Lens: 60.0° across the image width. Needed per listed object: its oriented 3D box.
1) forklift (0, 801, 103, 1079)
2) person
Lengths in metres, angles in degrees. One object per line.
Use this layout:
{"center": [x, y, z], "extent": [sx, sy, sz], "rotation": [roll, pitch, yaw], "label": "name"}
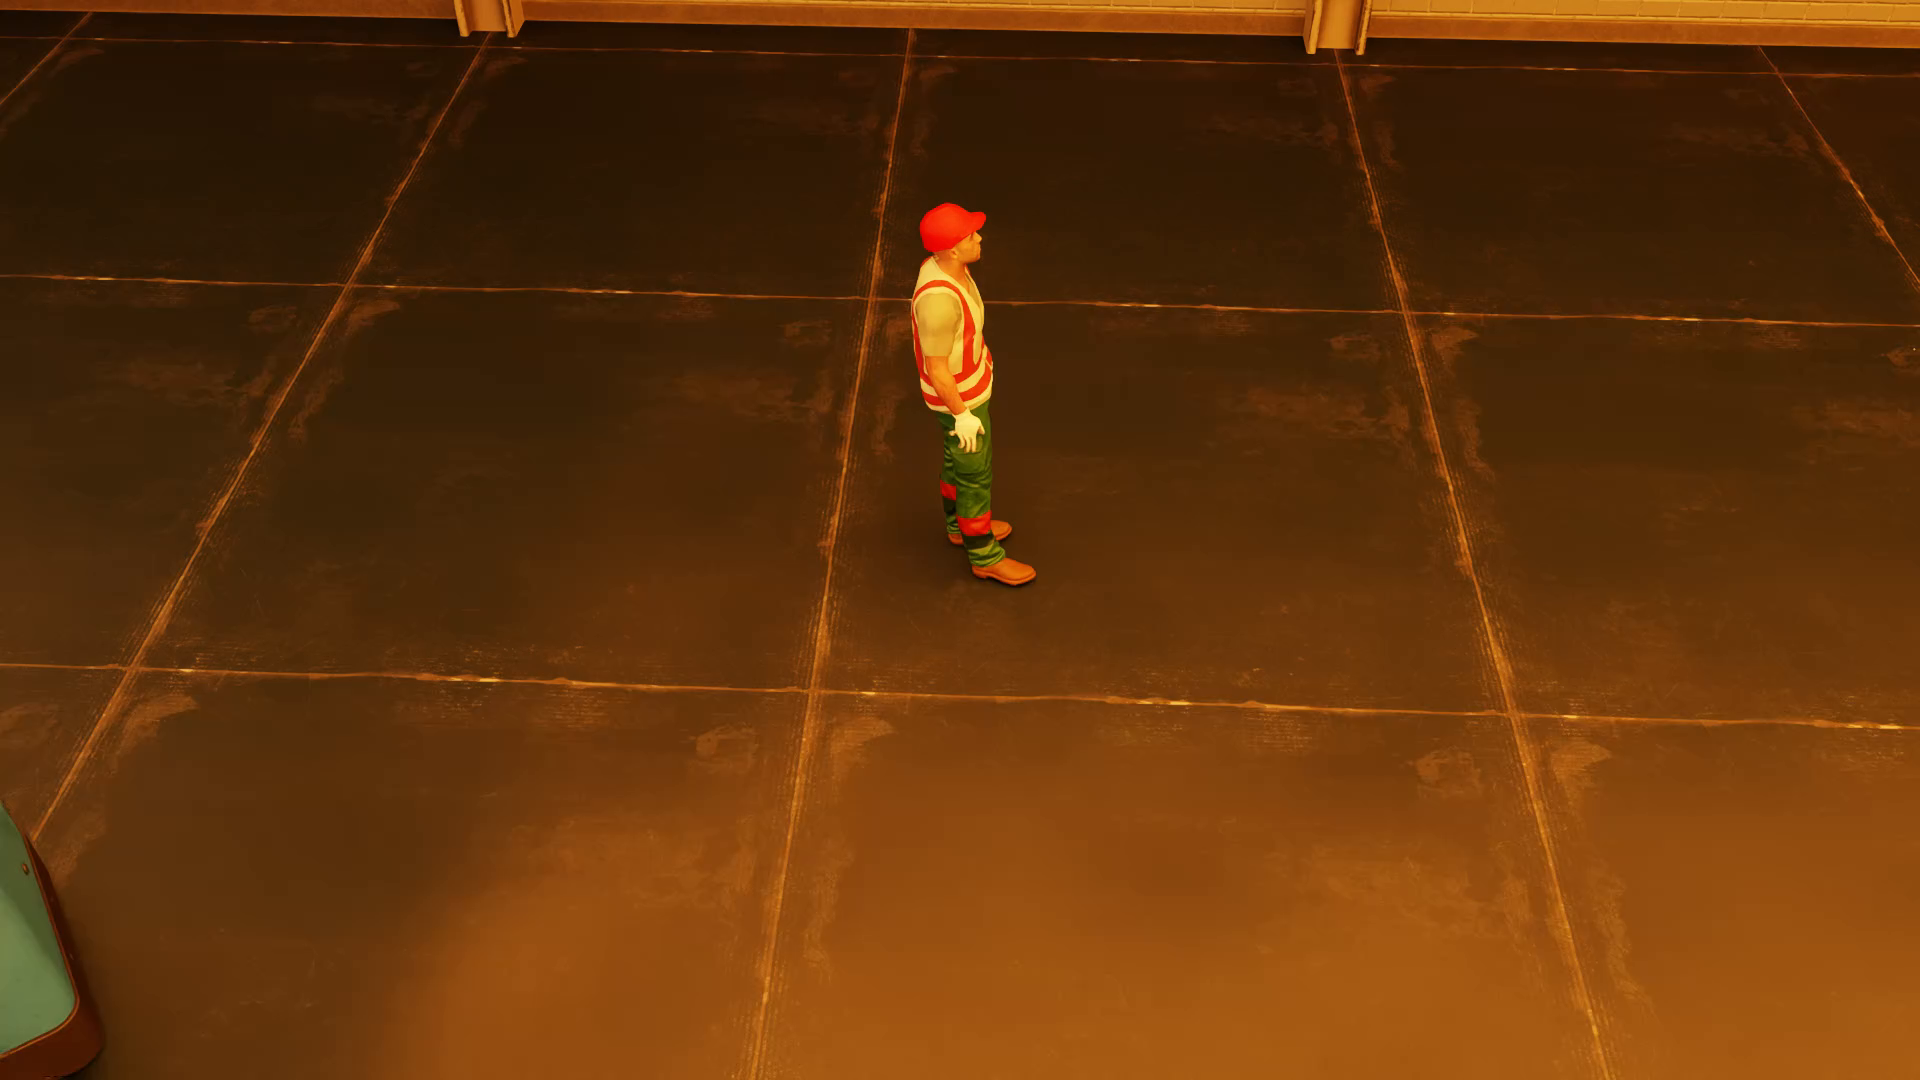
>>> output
{"center": [-4.527, 1.060, 4.581], "extent": [3.031, 2.935, 1.130], "rotation": [-25, 48, -25], "label": "forklift"}
{"center": [0.079, -0.655, 7.296], "extent": [0.564, 1.787, 0.637], "rotation": [2, 42, 2], "label": "person"}
